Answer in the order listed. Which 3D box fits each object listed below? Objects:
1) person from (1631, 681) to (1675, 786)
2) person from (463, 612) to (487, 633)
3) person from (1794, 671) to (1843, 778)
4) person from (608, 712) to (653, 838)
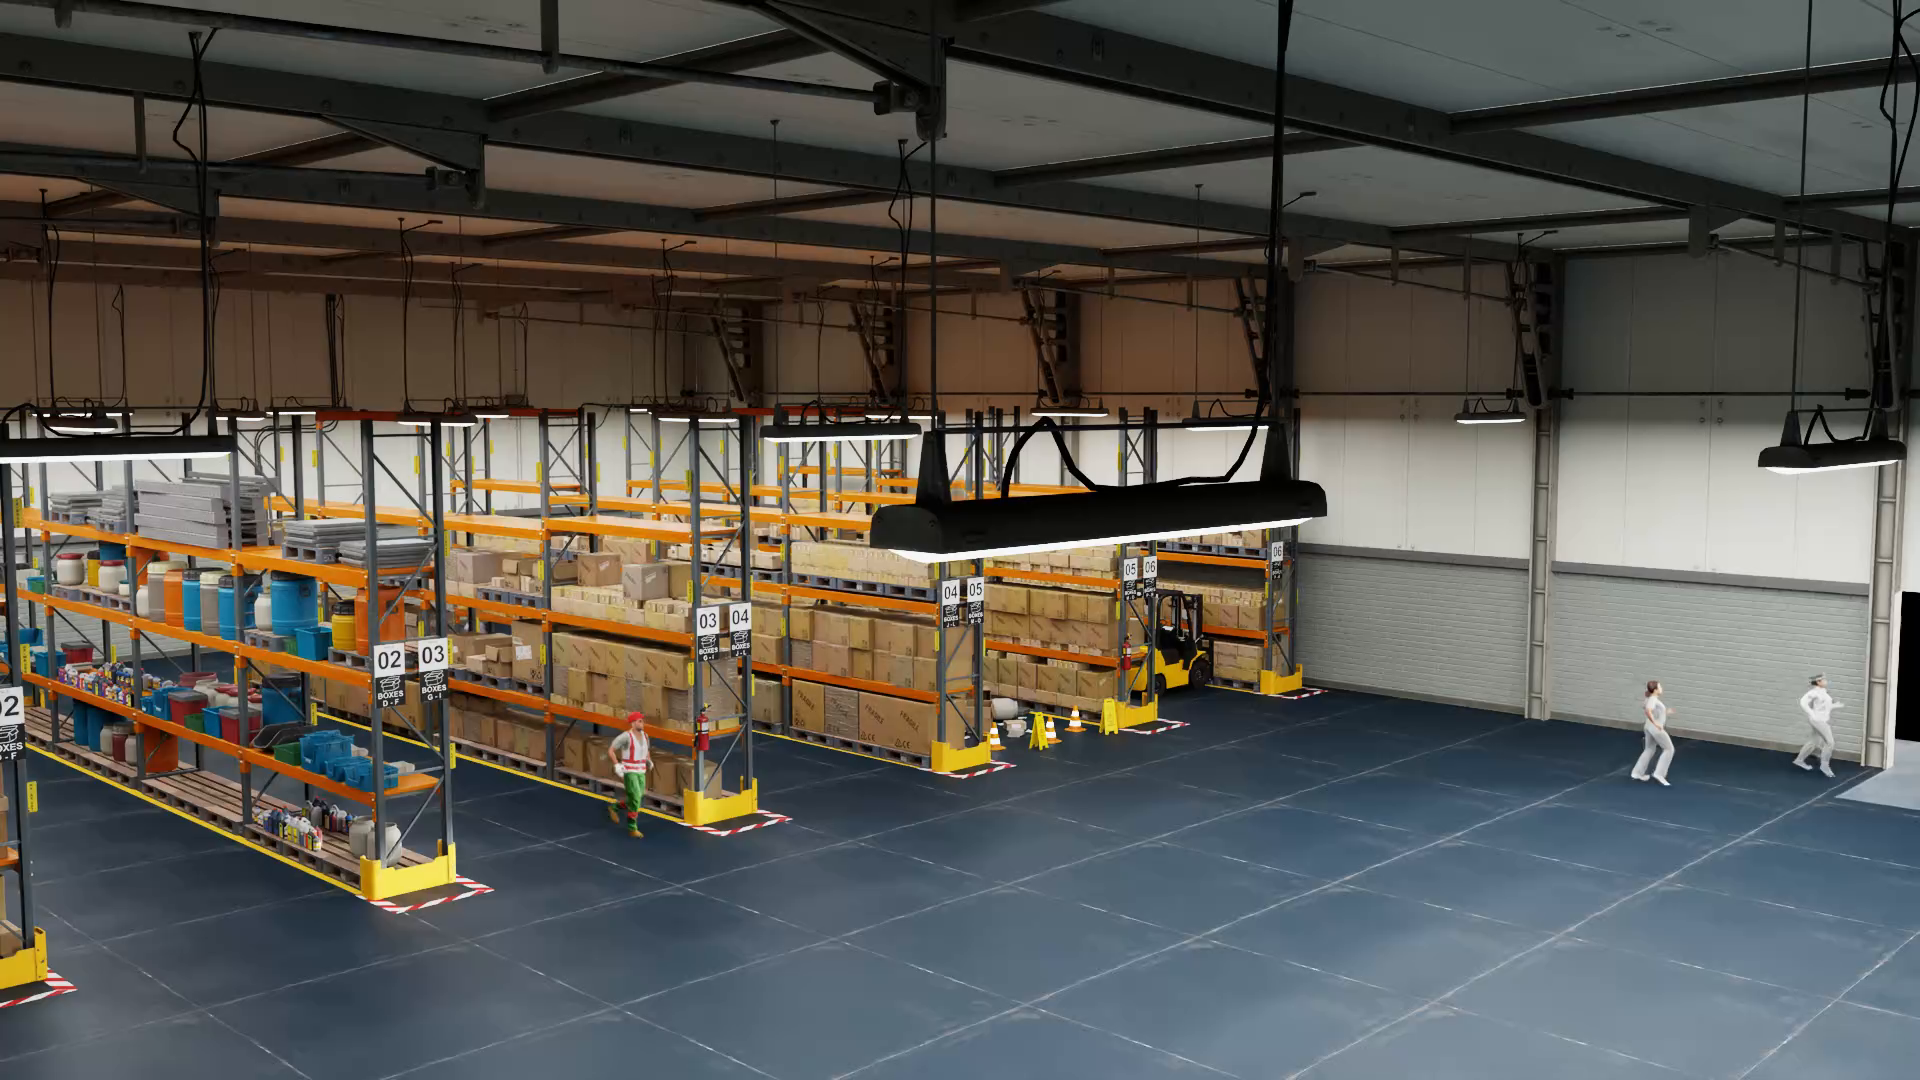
[{"bbox_3d":[11.243,3.121,26.883,0.675,1.715,0.544,0,5,0],"label":"person"},{"bbox_3d":[-10.449,2.369,35.811,0.591,1.639,0.838,-5,7,-42],"label":"person"},{"bbox_3d":[14.242,3.045,27.584,0.709,1.752,0.593,4,6,35],"label":"person"},{"bbox_3d":[-4.745,3.353,23.983,0.793,1.762,0.708,4,6,35],"label":"person"}]
